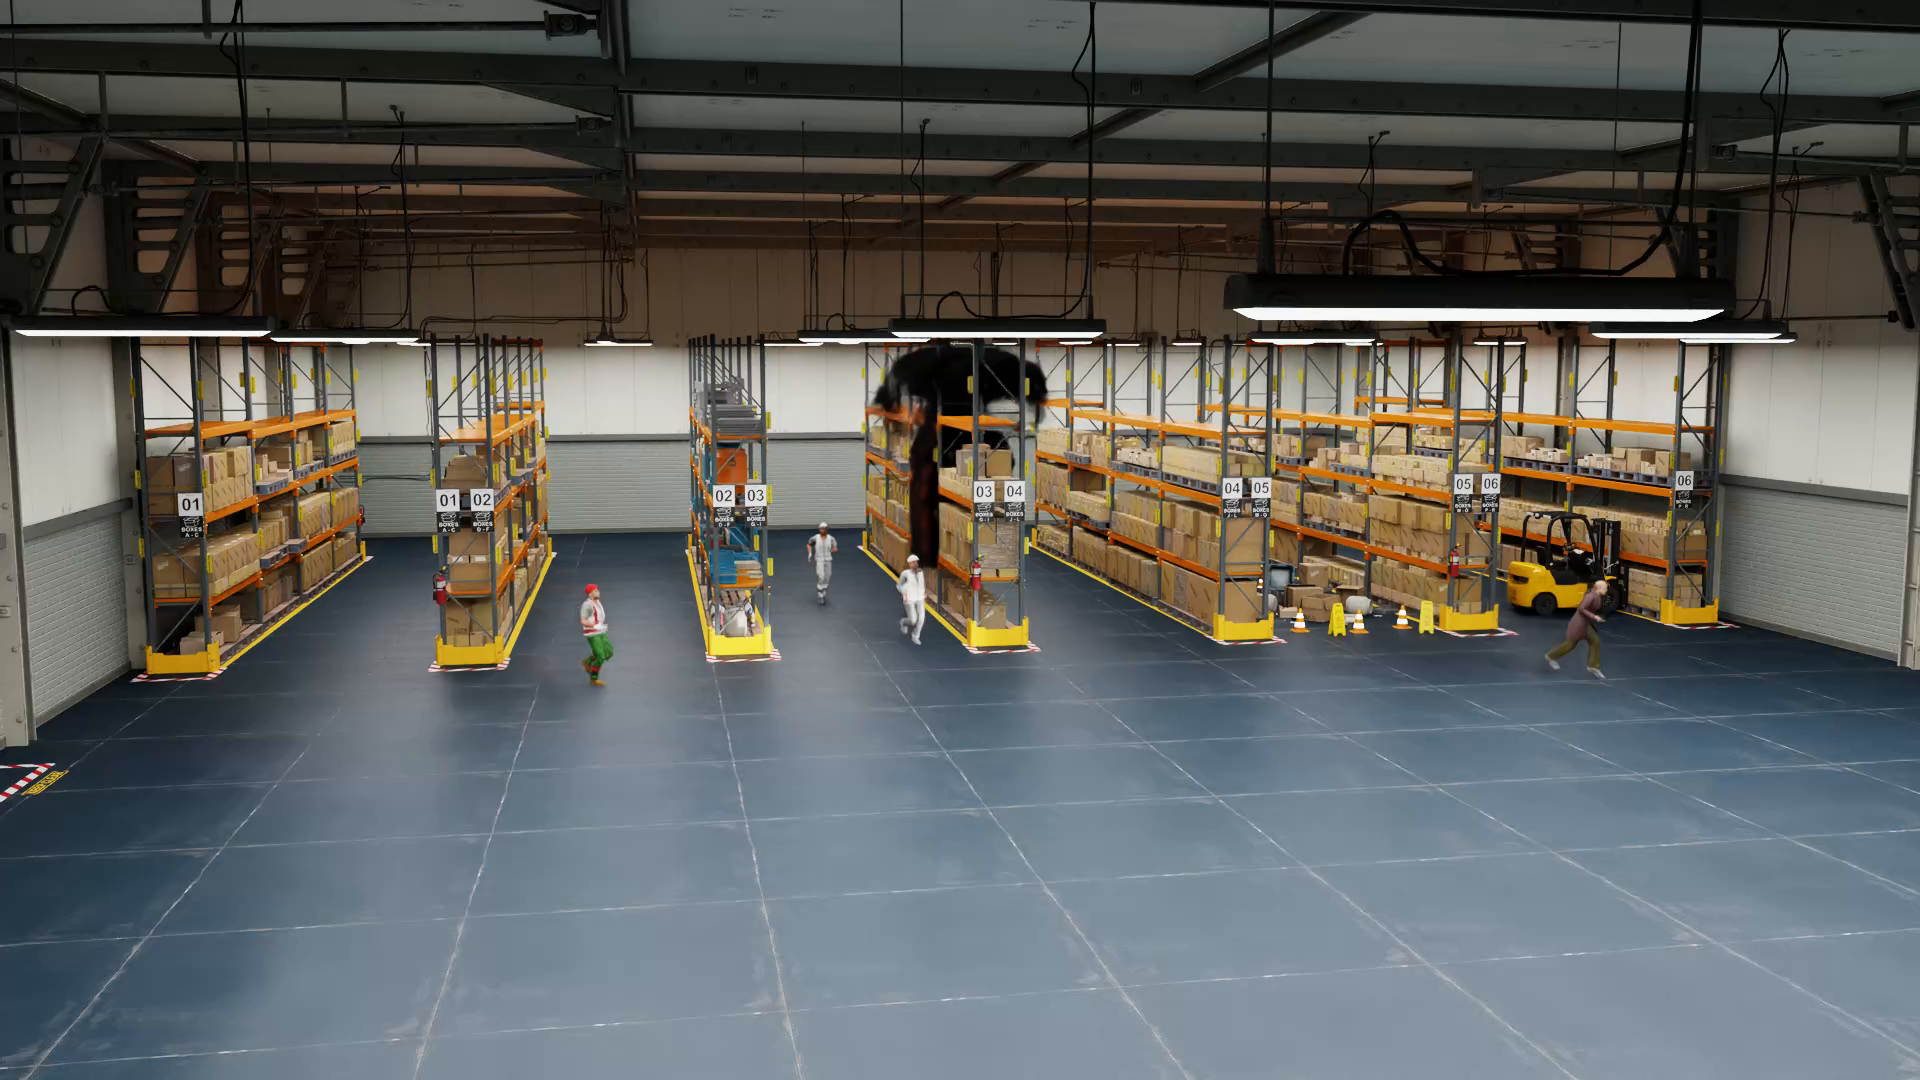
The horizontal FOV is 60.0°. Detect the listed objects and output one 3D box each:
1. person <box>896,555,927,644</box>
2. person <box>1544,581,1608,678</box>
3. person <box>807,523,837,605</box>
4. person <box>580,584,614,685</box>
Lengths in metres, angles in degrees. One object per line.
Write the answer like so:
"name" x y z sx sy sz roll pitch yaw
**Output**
"person" -0.929 1.153 32.574 0.668 1.744 0.627 -4 7 -28
"person" 10.886 1.547 29.351 1.082 1.742 0.754 5 8 35
"person" -3.100 0.519 37.638 0.650 1.828 0.772 -2 7 -19
"person" -6.243 1.609 28.413 0.574 1.738 0.715 1 7 12
